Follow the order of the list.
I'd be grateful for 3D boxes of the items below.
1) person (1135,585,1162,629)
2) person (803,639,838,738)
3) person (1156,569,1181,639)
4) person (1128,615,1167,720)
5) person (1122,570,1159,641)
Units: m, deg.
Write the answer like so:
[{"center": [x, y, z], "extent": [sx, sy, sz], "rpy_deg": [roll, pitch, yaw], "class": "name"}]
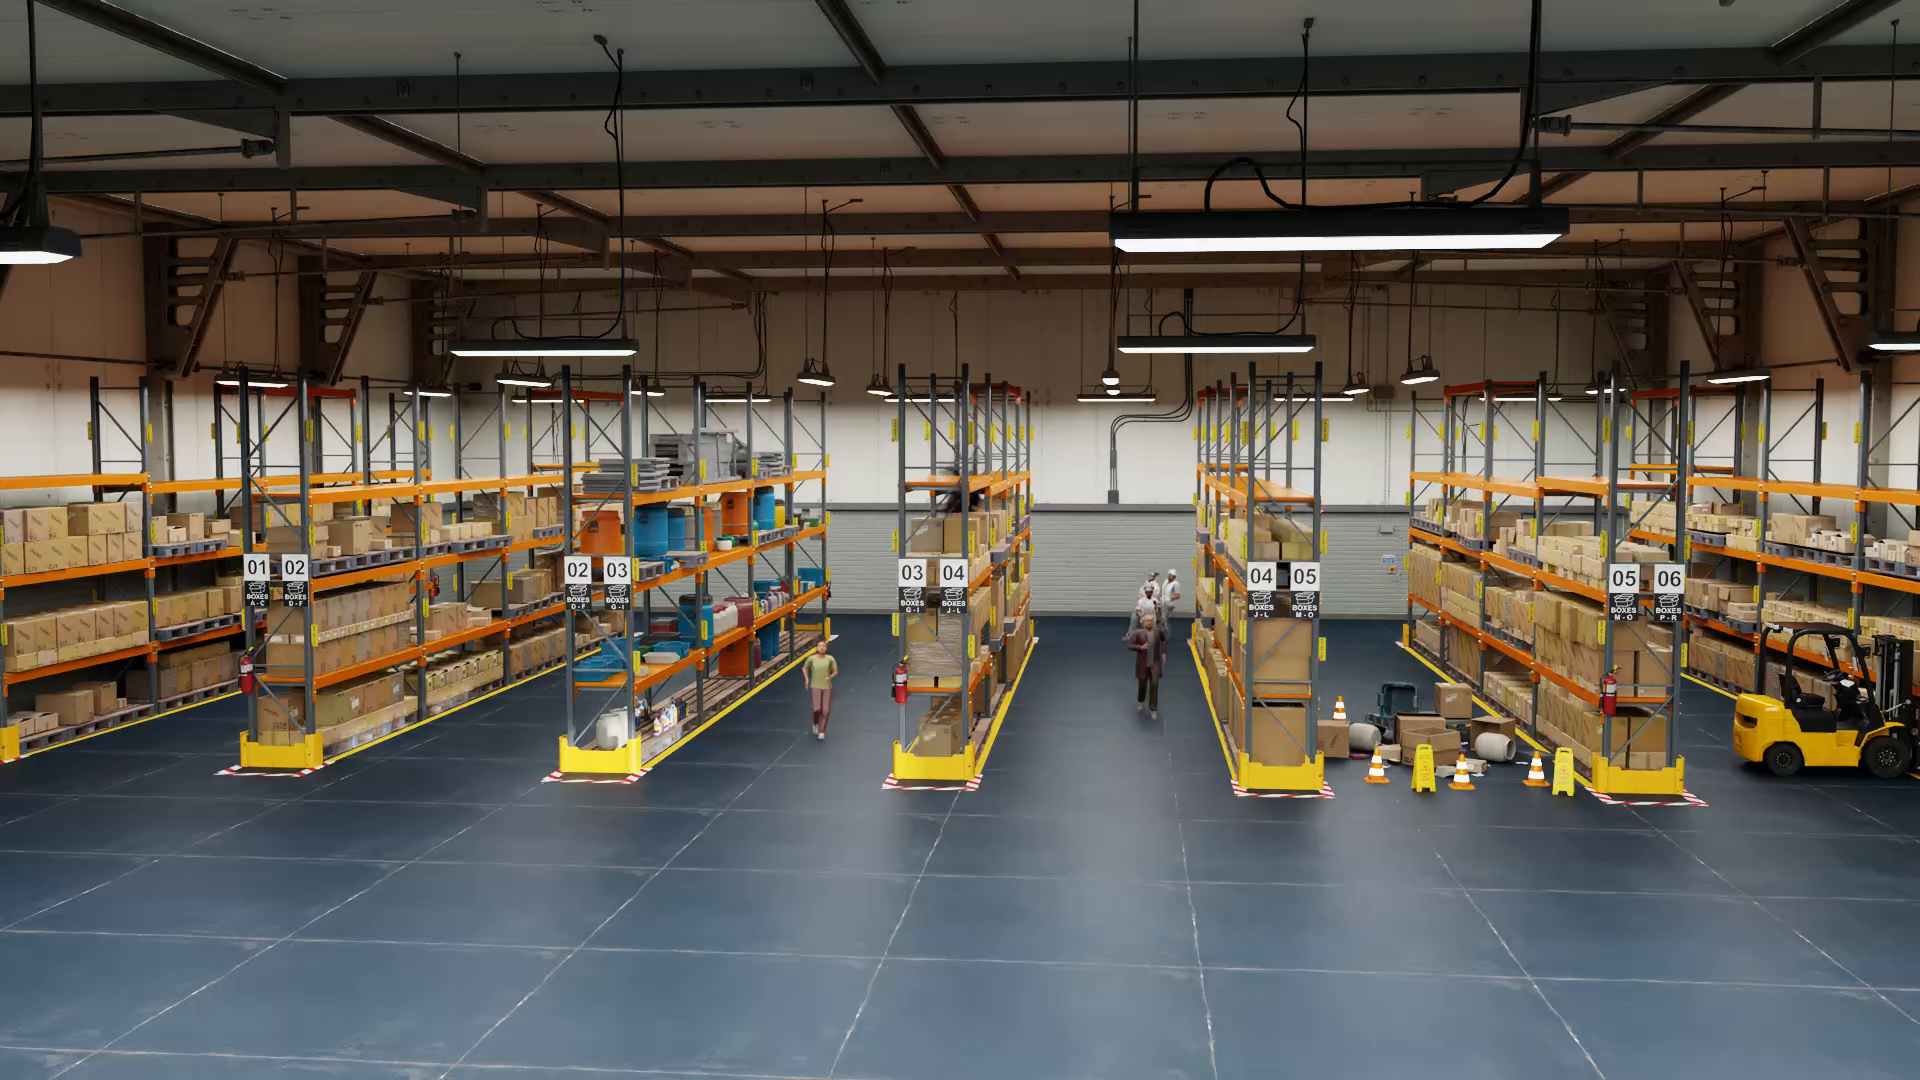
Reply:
[{"center": [4.146, 1.827, 36.519], "extent": [0.593, 1.695, 0.851], "rpy_deg": [0, 4, 2], "class": "person"}, {"center": [-2.266, 2.437, 27.154], "extent": [0.566, 1.629, 0.549], "rpy_deg": [-1, 4, -10], "class": "person"}, {"center": [4.974, 1.560, 40.271], "extent": [0.558, 1.714, 0.740], "rpy_deg": [-2, 4, -26], "class": "person"}, {"center": [3.306, 2.206, 29.274], "extent": [0.734, 1.794, 0.961], "rpy_deg": [0, 4, -3], "class": "person"}, {"center": [4.407, 1.578, 40.052], "extent": [0.763, 1.748, 0.798], "rpy_deg": [-2, 4, -25], "class": "person"}]
